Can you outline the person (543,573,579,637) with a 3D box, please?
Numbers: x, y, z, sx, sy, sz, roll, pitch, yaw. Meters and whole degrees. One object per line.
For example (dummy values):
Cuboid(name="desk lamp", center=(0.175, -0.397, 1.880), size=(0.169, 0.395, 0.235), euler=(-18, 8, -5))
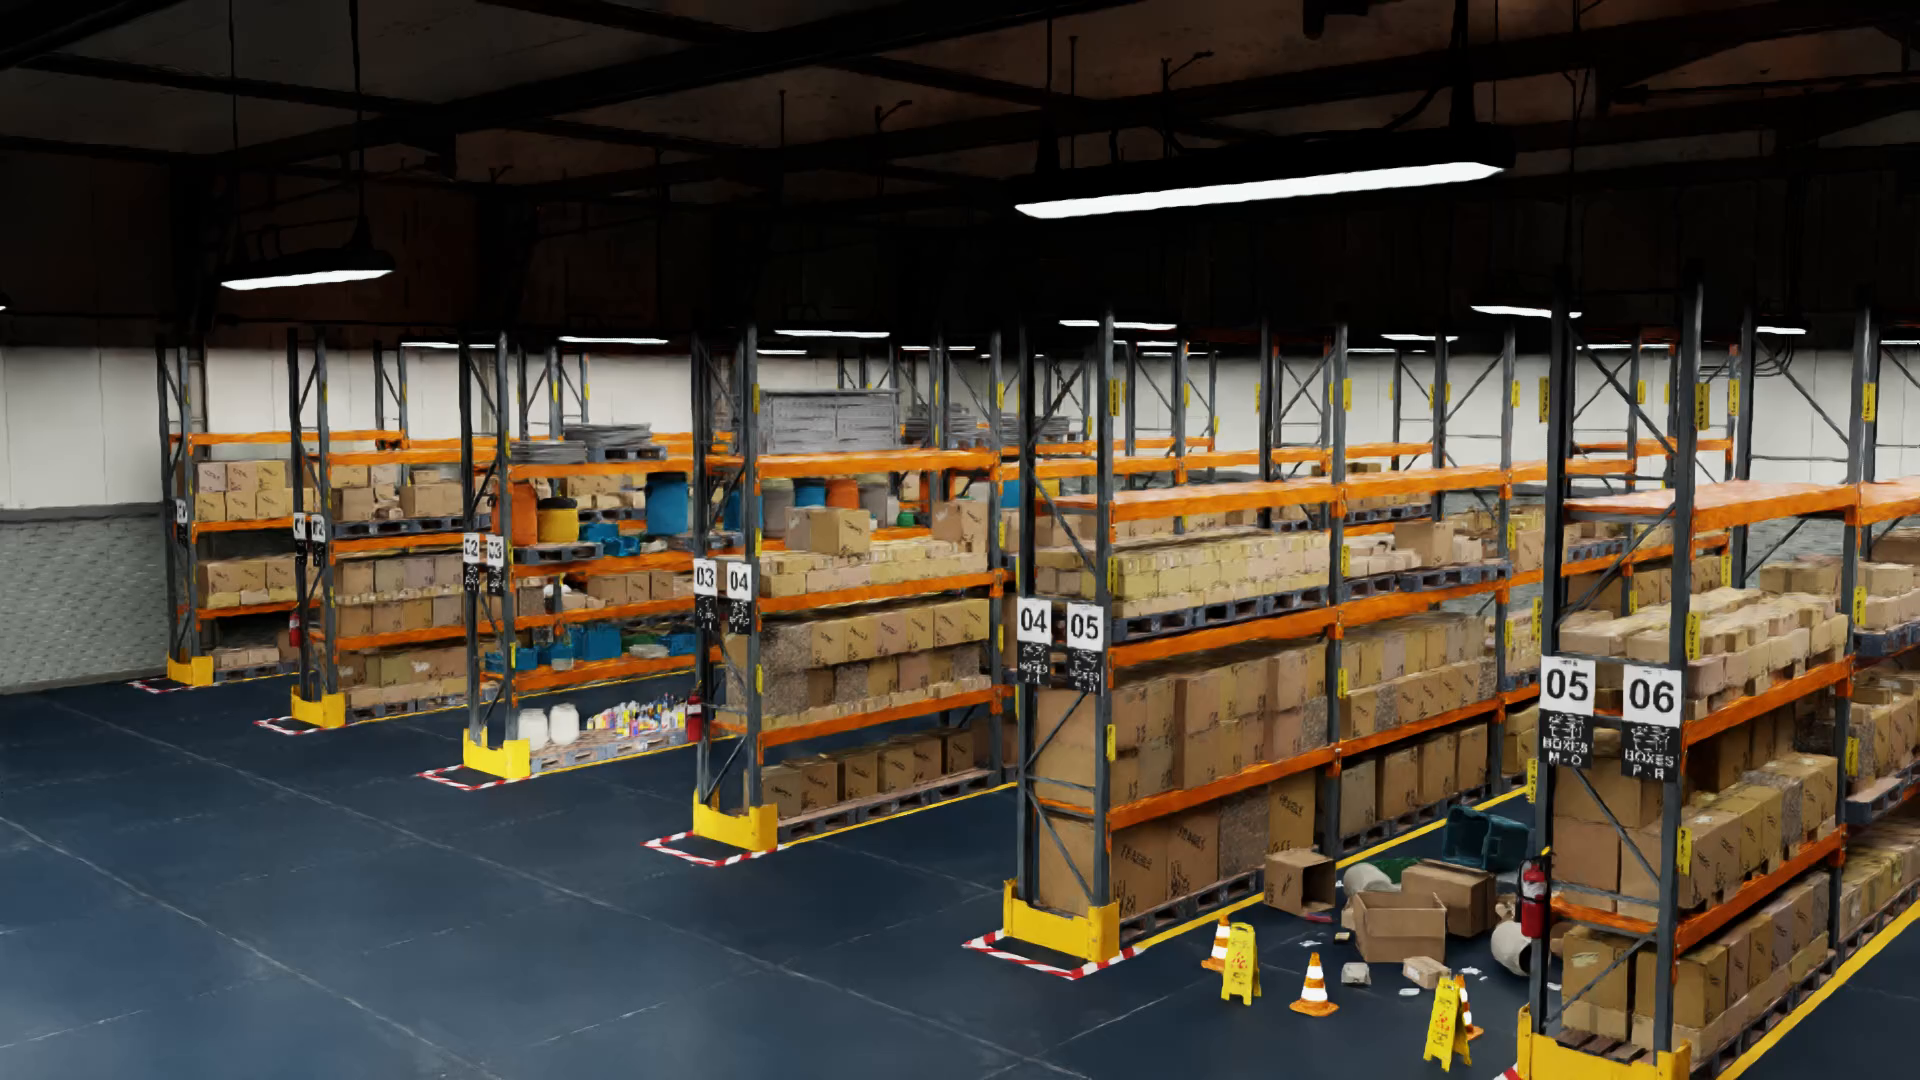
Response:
Cuboid(name="person", center=(-7.339, 1.406, 30.505), size=(0.673, 1.763, 0.580), euler=(-1, 6, -15))
